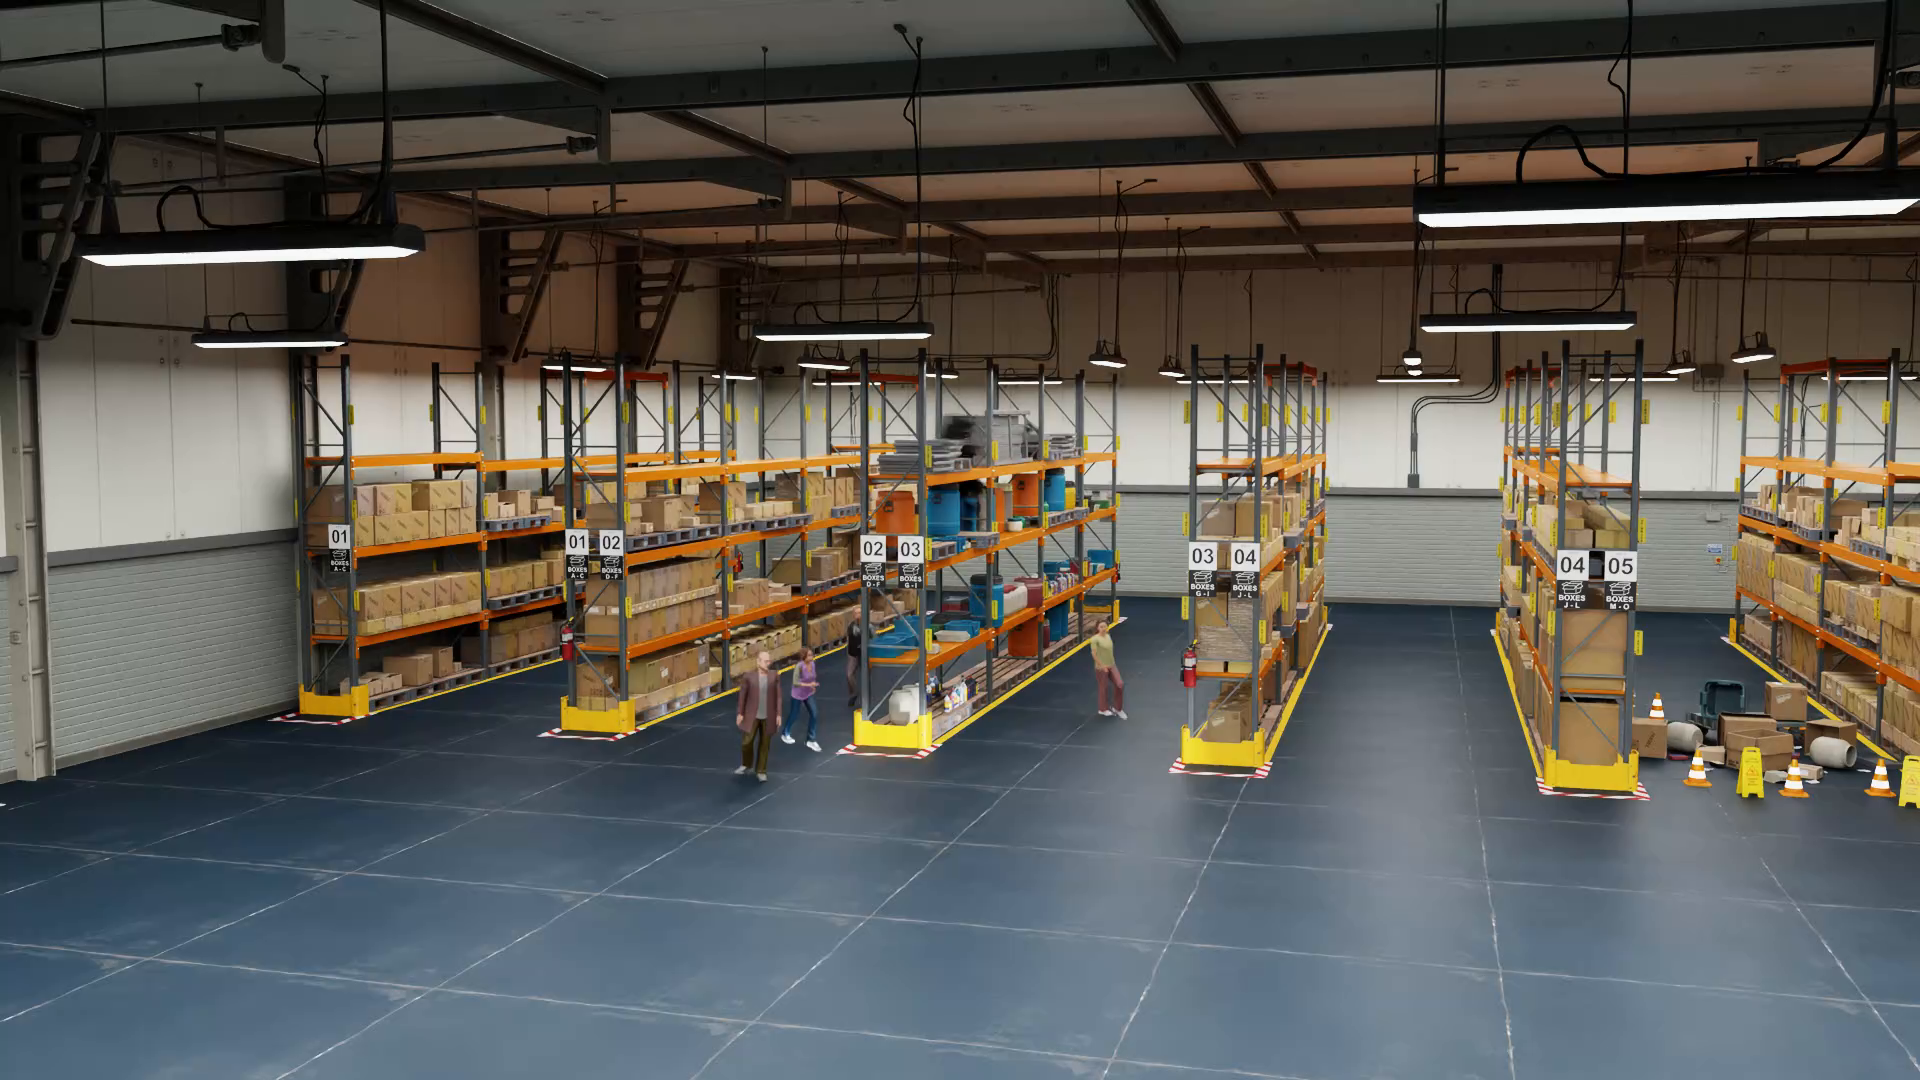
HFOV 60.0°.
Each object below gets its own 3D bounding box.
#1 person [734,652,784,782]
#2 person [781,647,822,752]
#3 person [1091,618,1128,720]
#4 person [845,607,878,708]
[{"bbox_3d":[-2.760,2.404,22.743,0.669,1.770,0.521,-1,4,-15],"label":"person"},{"bbox_3d":[-2.362,2.358,24.868,0.534,1.568,0.905,-4,6,-40],"label":"person"},{"bbox_3d":[2.402,2.119,27.384,0.619,1.679,0.596,-2,5,-24],"label":"person"},{"bbox_3d":[-1.712,2.017,28.461,0.664,1.736,0.720,1,5,19],"label":"person"}]
